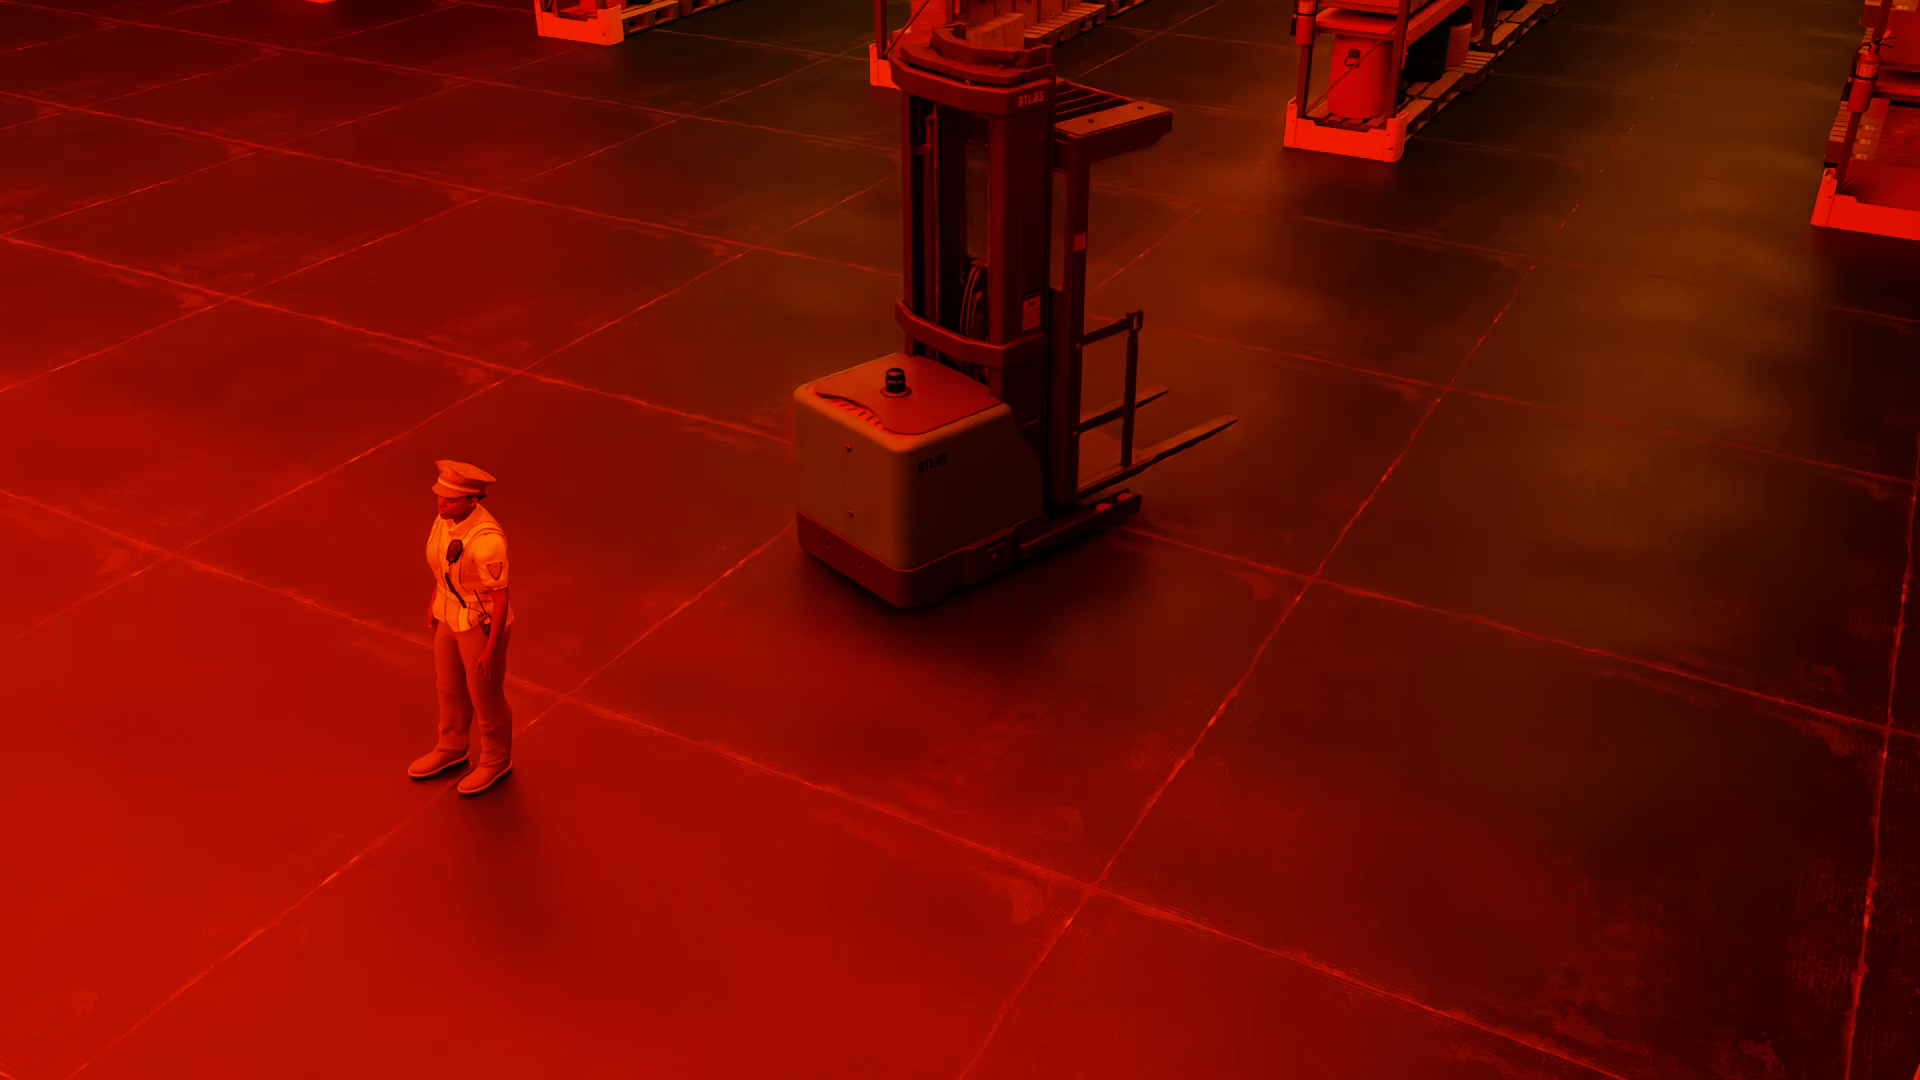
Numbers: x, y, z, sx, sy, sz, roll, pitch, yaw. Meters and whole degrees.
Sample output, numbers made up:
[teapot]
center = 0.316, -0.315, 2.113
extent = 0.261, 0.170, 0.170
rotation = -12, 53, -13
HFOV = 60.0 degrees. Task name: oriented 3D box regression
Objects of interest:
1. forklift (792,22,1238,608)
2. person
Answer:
[forklift]
center = 0.478, -1.505, 9.678
extent = 3.031, 2.935, 1.130
rotation = -24, 38, -35
[person]
center = -2.300, 0.402, 7.597
extent = 0.530, 1.695, 0.570
rotation = -25, 39, -37
